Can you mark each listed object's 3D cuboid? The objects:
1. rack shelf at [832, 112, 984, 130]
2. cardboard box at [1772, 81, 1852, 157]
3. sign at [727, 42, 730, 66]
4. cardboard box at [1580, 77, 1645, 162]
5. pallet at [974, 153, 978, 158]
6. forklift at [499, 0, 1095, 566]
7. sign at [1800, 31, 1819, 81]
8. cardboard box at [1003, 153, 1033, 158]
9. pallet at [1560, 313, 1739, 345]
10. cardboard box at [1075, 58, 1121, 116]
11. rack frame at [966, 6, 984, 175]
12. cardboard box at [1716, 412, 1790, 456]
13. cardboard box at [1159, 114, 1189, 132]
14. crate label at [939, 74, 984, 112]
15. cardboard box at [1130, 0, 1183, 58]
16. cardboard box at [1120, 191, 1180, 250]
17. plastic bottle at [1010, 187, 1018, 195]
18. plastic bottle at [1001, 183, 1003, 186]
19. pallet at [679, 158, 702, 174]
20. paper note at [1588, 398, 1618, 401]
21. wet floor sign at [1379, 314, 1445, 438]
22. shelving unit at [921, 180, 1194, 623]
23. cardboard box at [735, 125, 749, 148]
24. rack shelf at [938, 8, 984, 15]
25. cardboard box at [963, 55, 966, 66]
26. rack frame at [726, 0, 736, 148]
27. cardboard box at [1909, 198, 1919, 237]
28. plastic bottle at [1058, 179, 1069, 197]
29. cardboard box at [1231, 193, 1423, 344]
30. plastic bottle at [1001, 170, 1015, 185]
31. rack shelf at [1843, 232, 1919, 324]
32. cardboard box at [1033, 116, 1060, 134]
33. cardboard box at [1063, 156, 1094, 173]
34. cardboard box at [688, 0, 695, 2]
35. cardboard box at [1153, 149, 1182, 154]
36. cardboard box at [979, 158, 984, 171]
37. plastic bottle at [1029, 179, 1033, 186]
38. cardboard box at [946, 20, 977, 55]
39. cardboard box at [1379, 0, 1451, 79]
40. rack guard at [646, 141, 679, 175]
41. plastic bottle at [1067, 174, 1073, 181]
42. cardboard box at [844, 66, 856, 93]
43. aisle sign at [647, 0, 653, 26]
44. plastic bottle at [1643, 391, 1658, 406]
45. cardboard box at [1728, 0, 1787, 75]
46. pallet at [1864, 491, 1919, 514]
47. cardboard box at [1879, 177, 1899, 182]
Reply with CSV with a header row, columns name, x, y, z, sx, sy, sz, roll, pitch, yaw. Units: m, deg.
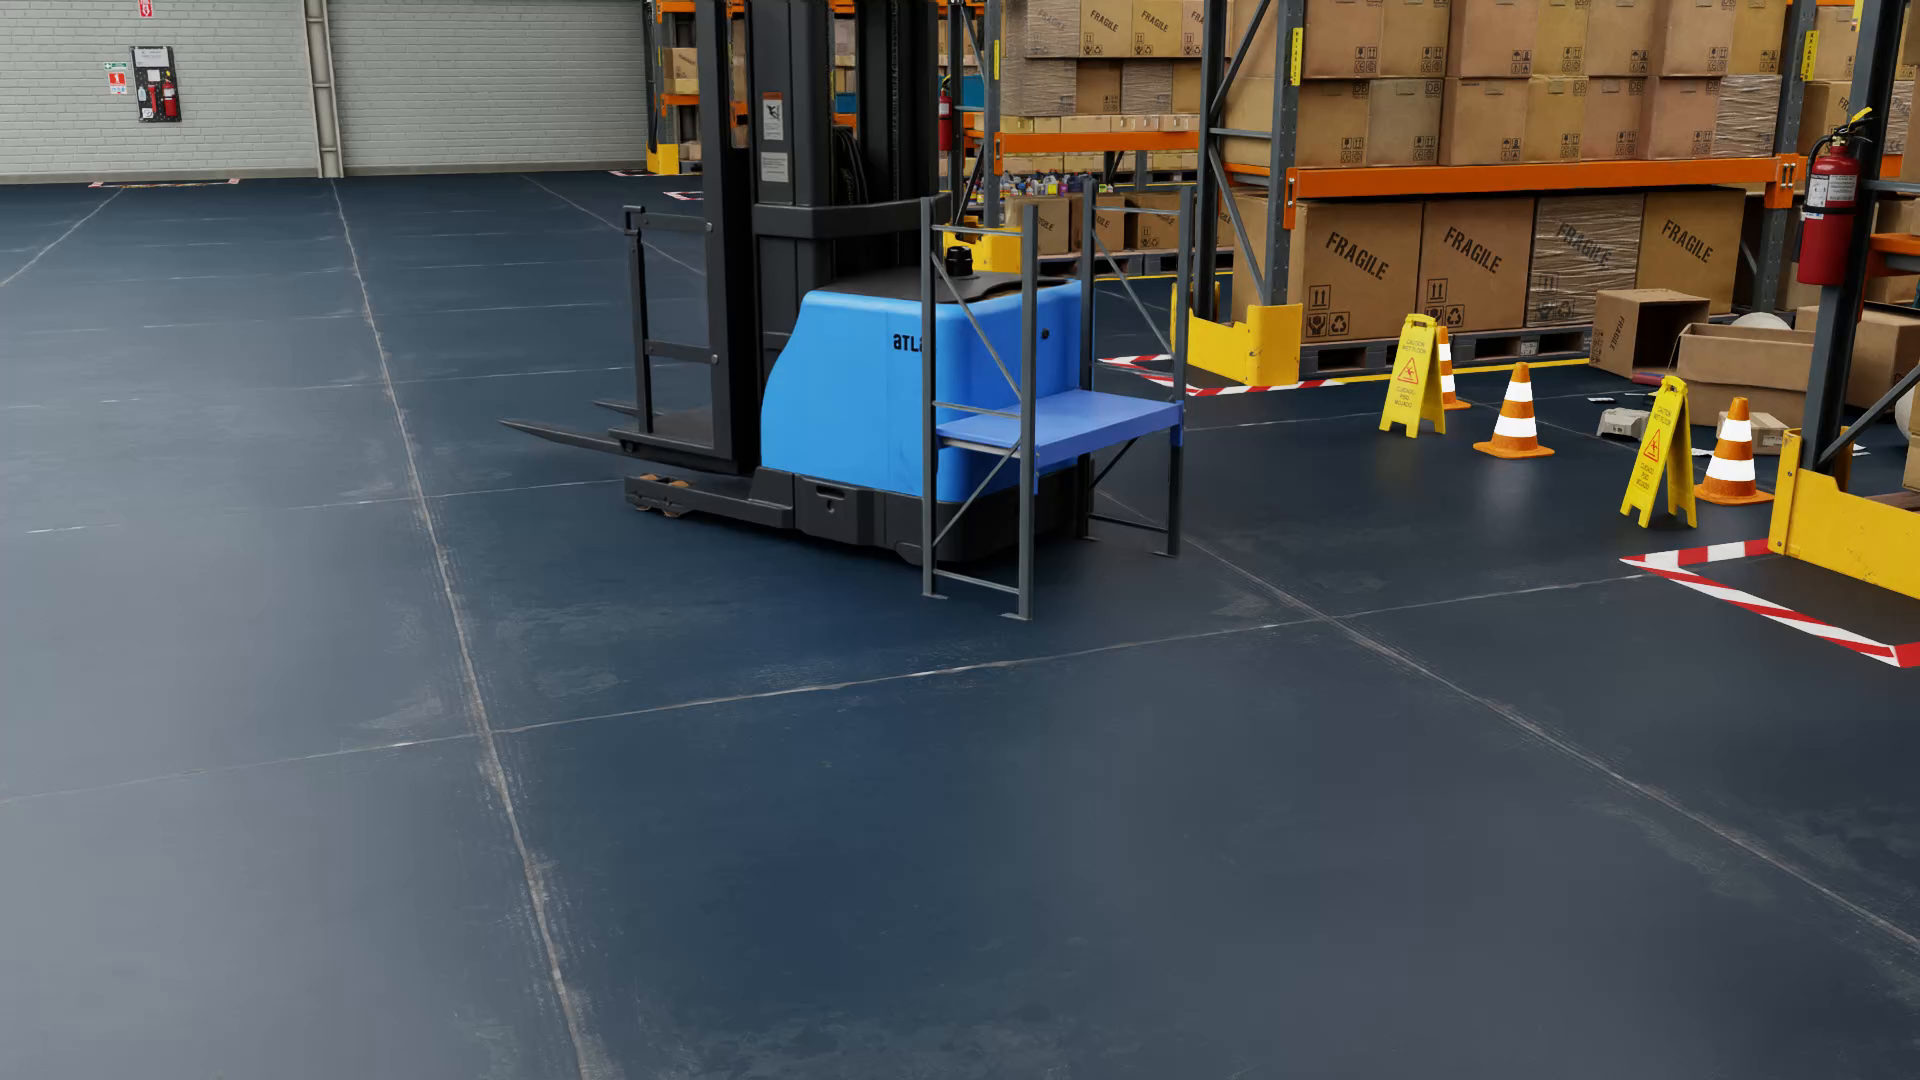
name,x,y,z,sx,sy,sz,roll,pitch,yaw
rack shelf,0.215,-5.033,20.189,4.000,0.370,1.077,-6,17,-20
cardboard box,6.123,-2.991,11.784,0.500,0.500,0.500,-6,17,-19
sign,-3.228,-6.787,23.208,0.005,0.325,0.100,-6,17,-20
cardboard box,4.144,-2.908,11.411,0.550,0.550,0.875,-6,17,-20
pallet,0.406,-7.051,30.735,1.213,0.211,1.003,-6,17,-20
forklift,-0.901,-1.611,7.381,3.031,2.935,1.130,12,20,35
sign,5.736,-3.269,11.228,0.005,0.325,0.100,-6,17,-20
cardboard box,0.789,-6.010,25.382,0.500,0.311,0.500,-6,17,-20
pallet,4.798,-1.567,12.060,1.213,0.211,1.003,-6,17,-20
cardboard box,1.068,-4.194,15.351,0.500,0.500,0.875,-6,17,-20
rack frame,0.314,-6.883,25.214,0.127,3.000,1.000,-6,17,-20
cardboard box,4.167,-0.561,8.746,0.250,0.149,0.380,3,17,9
cardboard box,1.907,-3.844,15.311,0.250,0.149,0.380,-6,17,-20
crate label,-0.030,-5.450,20.270,0.616,0.435,0.502,-6,17,-20
cardboard box,1.667,-4.627,15.050,0.500,0.500,0.500,-6,17,-20
cardboard box,1.847,-3.061,15.890,0.500,0.500,0.500,-4,17,-15
plastic bottle,0.658,-4.200,20.263,0.097,0.201,0.097,0,16,0
plastic bottle,0.518,-4.368,20.834,0.097,0.201,0.097,0,16,0
pallet,-4.355,-6.525,28.944,1.213,0.211,1.003,-6,17,-20
paper note,3.833,-0.840,9.906,0.142,0.017,0.144,0,16,-1
wet floor sign,2.482,-0.904,9.033,0.232,0.644,0.267,-10,19,-30
shelving unit,0.382,-0.577,6.399,0.538,1.500,1.048,13,21,37
cardboard box,-3.027,-5.854,24.514,0.500,0.500,0.500,-6,17,-20
rack shelf,0.406,-9.482,30.016,4.000,0.370,1.077,-6,17,-20
cardboard box,-0.095,-7.134,24.740,0.250,0.149,0.380,-7,18,-21
rack frame,-3.421,-6.480,23.840,0.127,3.000,1.000,-6,17,-20
cardboard box,3.939,-1.239,6.440,0.250,0.149,0.380,-6,17,-18
plastic bottle,1.268,-4.300,20.457,0.133,0.283,0.061,-5,17,-16
cardboard box,2.410,-1.826,11.017,0.875,0.875,0.875,-6,17,-20
plastic bottle,0.608,-4.485,20.970,0.185,0.351,0.144,-6,18,-21
rack shelf,5.534,-1.122,6.873,4.000,0.370,1.077,-6,17,-20
cardboard box,0.712,-3.739,14.952,0.250,0.149,0.380,-6,17,-20
cardboard box,1.740,-5.845,25.813,0.500,0.250,0.500,-7,18,-22
cardboard box,-4.281,-9.292,27.881,0.500,0.500,0.500,-5,17,-16
cardboard box,3.165,-6.266,26.252,0.500,0.311,0.500,-6,18,-21
cardboard box,0.598,-5.883,25.944,0.500,0.250,0.500,-6,18,-21
plastic bottle,0.912,-4.307,20.482,0.133,0.283,0.061,-6,17,-20
cardboard box,-0.098,-7.507,24.859,0.500,0.500,0.700,-6,17,-20
cardboard box,2.641,-3.255,10.676,0.550,0.550,0.875,-6,17,-20
rack guard,-5.126,-6.591,28.656,0.348,0.500,1.175,-6,17,-20
plastic bottle,1.375,-4.503,21.148,0.133,0.283,0.061,-6,17,-20
cardboard box,-1.536,-6.728,24.509,0.500,0.500,0.700,-6,17,-18
aisle sign,-5.157,-8.944,27.618,0.004,0.787,0.394,-6,17,-20
plastic bottle,4.179,-0.843,9.861,0.283,0.061,0.133,-14,21,-39
cardboard box,5.179,-3.523,11.589,0.550,0.550,0.875,-6,17,-20
pallet,4.508,-0.008,6.751,1.213,0.211,1.003,-6,17,-20
cardboard box,9.901,-4.105,18.778,0.875,0.875,1.225,-7,18,-22
